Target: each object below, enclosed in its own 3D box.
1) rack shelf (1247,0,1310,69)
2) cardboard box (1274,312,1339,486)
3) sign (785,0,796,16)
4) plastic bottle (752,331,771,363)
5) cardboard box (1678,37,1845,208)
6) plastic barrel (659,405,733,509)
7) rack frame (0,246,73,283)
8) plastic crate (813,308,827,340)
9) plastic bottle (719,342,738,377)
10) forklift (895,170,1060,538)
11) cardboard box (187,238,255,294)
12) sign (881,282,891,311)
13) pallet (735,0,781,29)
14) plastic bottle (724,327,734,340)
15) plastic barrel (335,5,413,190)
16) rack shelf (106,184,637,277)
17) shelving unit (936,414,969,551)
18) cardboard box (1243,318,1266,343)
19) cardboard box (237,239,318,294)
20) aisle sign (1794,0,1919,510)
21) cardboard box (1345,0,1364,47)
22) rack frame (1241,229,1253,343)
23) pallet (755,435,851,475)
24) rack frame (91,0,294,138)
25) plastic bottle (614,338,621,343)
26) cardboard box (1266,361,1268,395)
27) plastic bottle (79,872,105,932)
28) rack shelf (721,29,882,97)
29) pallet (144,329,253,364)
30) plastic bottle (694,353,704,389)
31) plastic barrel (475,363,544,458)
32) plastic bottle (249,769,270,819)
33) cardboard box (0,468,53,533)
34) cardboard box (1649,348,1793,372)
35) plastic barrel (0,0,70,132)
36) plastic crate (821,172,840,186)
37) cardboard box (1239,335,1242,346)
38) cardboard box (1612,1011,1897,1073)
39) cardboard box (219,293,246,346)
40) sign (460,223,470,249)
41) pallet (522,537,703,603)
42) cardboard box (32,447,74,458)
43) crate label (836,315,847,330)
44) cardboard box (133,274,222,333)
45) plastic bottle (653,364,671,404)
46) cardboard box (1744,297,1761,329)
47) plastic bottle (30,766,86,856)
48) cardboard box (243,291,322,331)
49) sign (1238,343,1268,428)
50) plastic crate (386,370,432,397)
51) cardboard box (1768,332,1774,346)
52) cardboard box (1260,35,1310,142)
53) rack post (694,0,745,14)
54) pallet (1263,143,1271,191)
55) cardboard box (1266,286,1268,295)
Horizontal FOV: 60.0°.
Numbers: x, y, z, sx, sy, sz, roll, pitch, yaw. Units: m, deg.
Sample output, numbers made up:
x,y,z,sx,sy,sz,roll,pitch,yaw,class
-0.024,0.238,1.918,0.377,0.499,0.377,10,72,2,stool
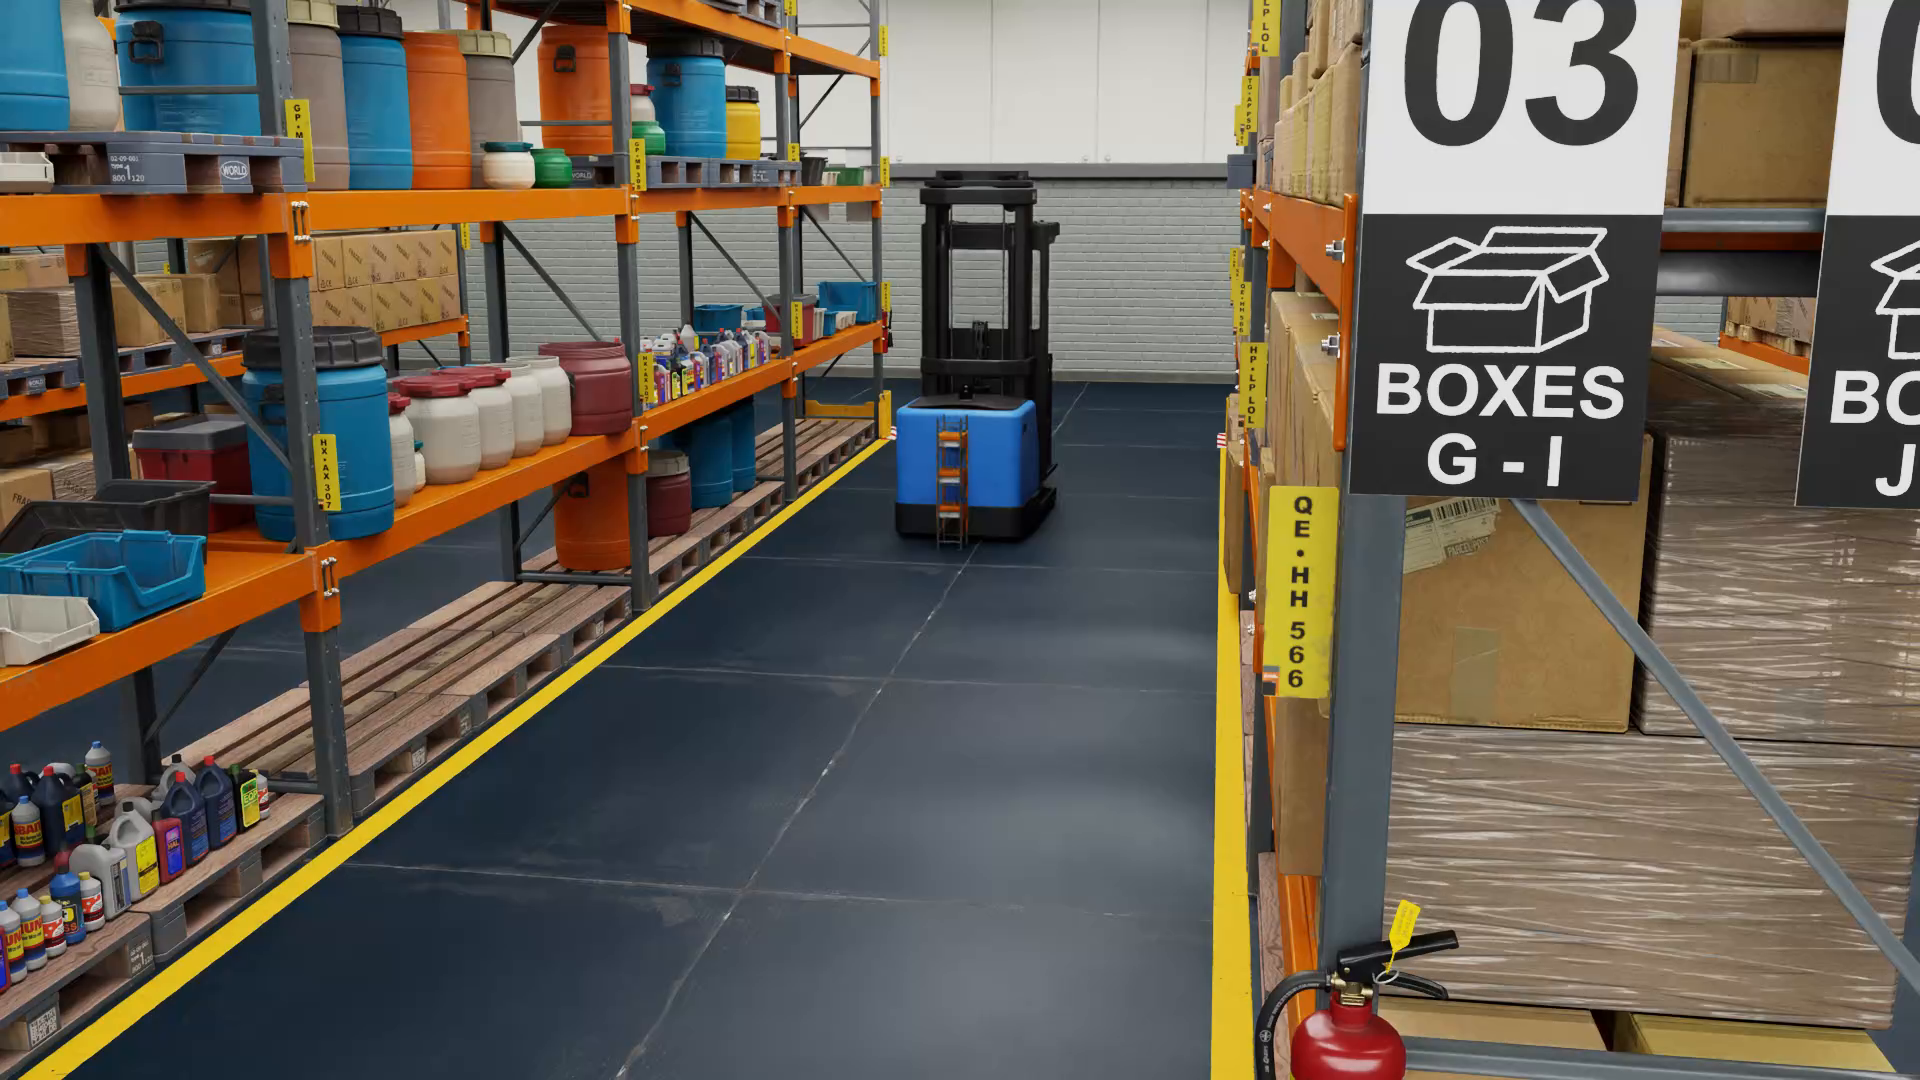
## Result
x,y,z,sx,sy,sz,roll,pitch,yaw,class
2.594,-3.644,11.699,1.077,0.370,4.000,2,12,9,rack shelf
1.198,-0.399,4.908,0.500,0.500,0.500,2,12,9,cardboard box
-1.449,-4.648,14.195,0.100,0.325,0.005,2,12,9,sign
-1.733,-1.682,14.474,0.152,0.276,0.135,2,12,9,plastic bottle
1.386,-0.662,2.680,0.500,0.250,0.500,2,12,10,cardboard box
-2.202,-0.755,13.860,0.600,0.901,0.708,2,12,9,plastic barrel
-11.166,-2.989,20.243,1.000,3.000,0.127,2,12,9,rack frame
-1.575,-2.119,16.343,0.437,0.282,0.530,2,12,9,plastic crate
-1.888,-1.473,13.504,0.152,0.276,0.135,2,12,9,plastic bottle
0.261,-1.715,14.492,1.130,2.935,3.031,2,12,11,forklift
-7.064,-2.648,16.050,0.500,0.500,0.500,2,12,9,cardboard box
-0.831,-2.733,18.669,0.100,0.325,0.005,2,12,9,sign
-2.089,-4.307,13.516,1.003,0.211,1.213,2,12,9,pallet
-1.953,-1.614,13.980,0.144,0.351,0.185,2,12,9,plastic bottle
-3.158,-2.267,8.581,0.600,0.901,0.708,2,12,9,plastic barrel
-2.915,-1.701,8.854,1.077,0.370,4.000,2,12,9,rack shelf
-0.060,-0.455,13.110,0.215,1.050,0.252,2,12,11,shelving unit
2.430,-1.427,12.759,0.500,0.500,0.500,2,12,7,cardboard box
-6.536,-2.623,15.935,0.500,0.500,0.500,2,12,10,cardboard box
1.343,-0.425,2.175,0.394,0.787,0.004,2,12,9,aisle sign
0.791,-0.833,2.527,0.380,0.149,0.250,2,12,9,cardboard box
2.902,-1.675,14.145,1.000,3.000,0.127,2,12,9,rack frame
-1.732,-0.881,17.082,1.003,0.211,1.213,2,12,9,pallet
-3.223,-3.103,6.530,1.000,3.000,0.127,2,12,9,rack frame
-2.676,-1.413,13.045,0.144,0.351,0.185,2,12,9,plastic bottle
1.847,-0.629,8.051,0.797,0.503,0.637,3,13,14,cardboard box
-3.136,1.293,5.974,0.097,0.201,0.097,0,12,0,plastic bottle
-1.685,-4.637,16.308,1.077,0.370,4.000,2,12,9,rack shelf
-7.117,-1.740,14.903,1.003,0.211,1.213,2,12,9,pallet
-1.999,-1.283,12.633,0.097,0.271,0.097,0,12,0,plastic bottle
-2.619,-0.749,9.582,0.421,0.512,0.421,0,12,0,plastic barrel
-2.970,1.068,7.014,0.097,0.201,0.097,0,12,0,plastic bottle
-7.149,-0.243,12.388,0.500,0.500,0.500,2,12,11,cardboard box
1.569,-0.174,3.862,0.500,0.500,0.500,2,12,9,cardboard box
-3.481,-1.883,5.804,0.600,0.901,0.708,2,12,9,plastic barrel
-1.450,-3.567,16.432,0.437,0.136,0.530,2,12,9,plastic crate
2.710,-1.847,14.596,0.500,0.250,0.500,2,12,8,cardboard box
1.336,0.894,2.820,0.380,0.149,0.250,2,12,9,cardboard box
-7.063,-2.158,16.149,0.500,0.500,0.500,2,12,10,cardboard box
-5.726,-3.528,19.244,0.100,0.325,0.005,2,12,9,sign
-2.527,0.195,12.088,1.003,0.211,1.213,2,12,9,pallet
-7.509,-0.467,13.430,0.500,0.500,0.500,1,12,7,cardboard box
-1.401,-2.274,17.410,0.396,0.136,0.243,2,12,9,crate label
-7.180,-2.159,15.160,0.700,0.500,0.500,-2,12,-10,cardboard box
-2.150,-1.118,11.856,0.152,0.276,0.135,2,12,9,plastic bottle
8.003,-2.323,16.211,0.500,0.500,0.500,2,12,9,cardboard box
-3.614,1.069,6.656,0.144,0.351,0.185,2,12,9,plastic bottle
-6.538,-2.143,16.079,0.500,0.500,0.500,2,12,10,cardboard box
1.122,-0.593,6.376,0.100,0.325,0.005,2,12,9,sign
-3.158,-0.708,9.505,0.402,0.464,0.583,2,12,9,plastic crate
7.966,-1.924,15.895,0.380,0.149,0.250,2,12,8,cardboard box
1.808,-2.302,8.511,0.500,0.500,0.500,2,12,7,cardboard box
-2.178,-4.098,12.336,0.937,0.300,0.954,3,13,15,rack post
2.028,-1.725,7.704,1.213,0.211,1.003,2,12,9,pallet
2.518,-1.669,11.498,0.797,0.503,0.637,2,12,10,cardboard box
